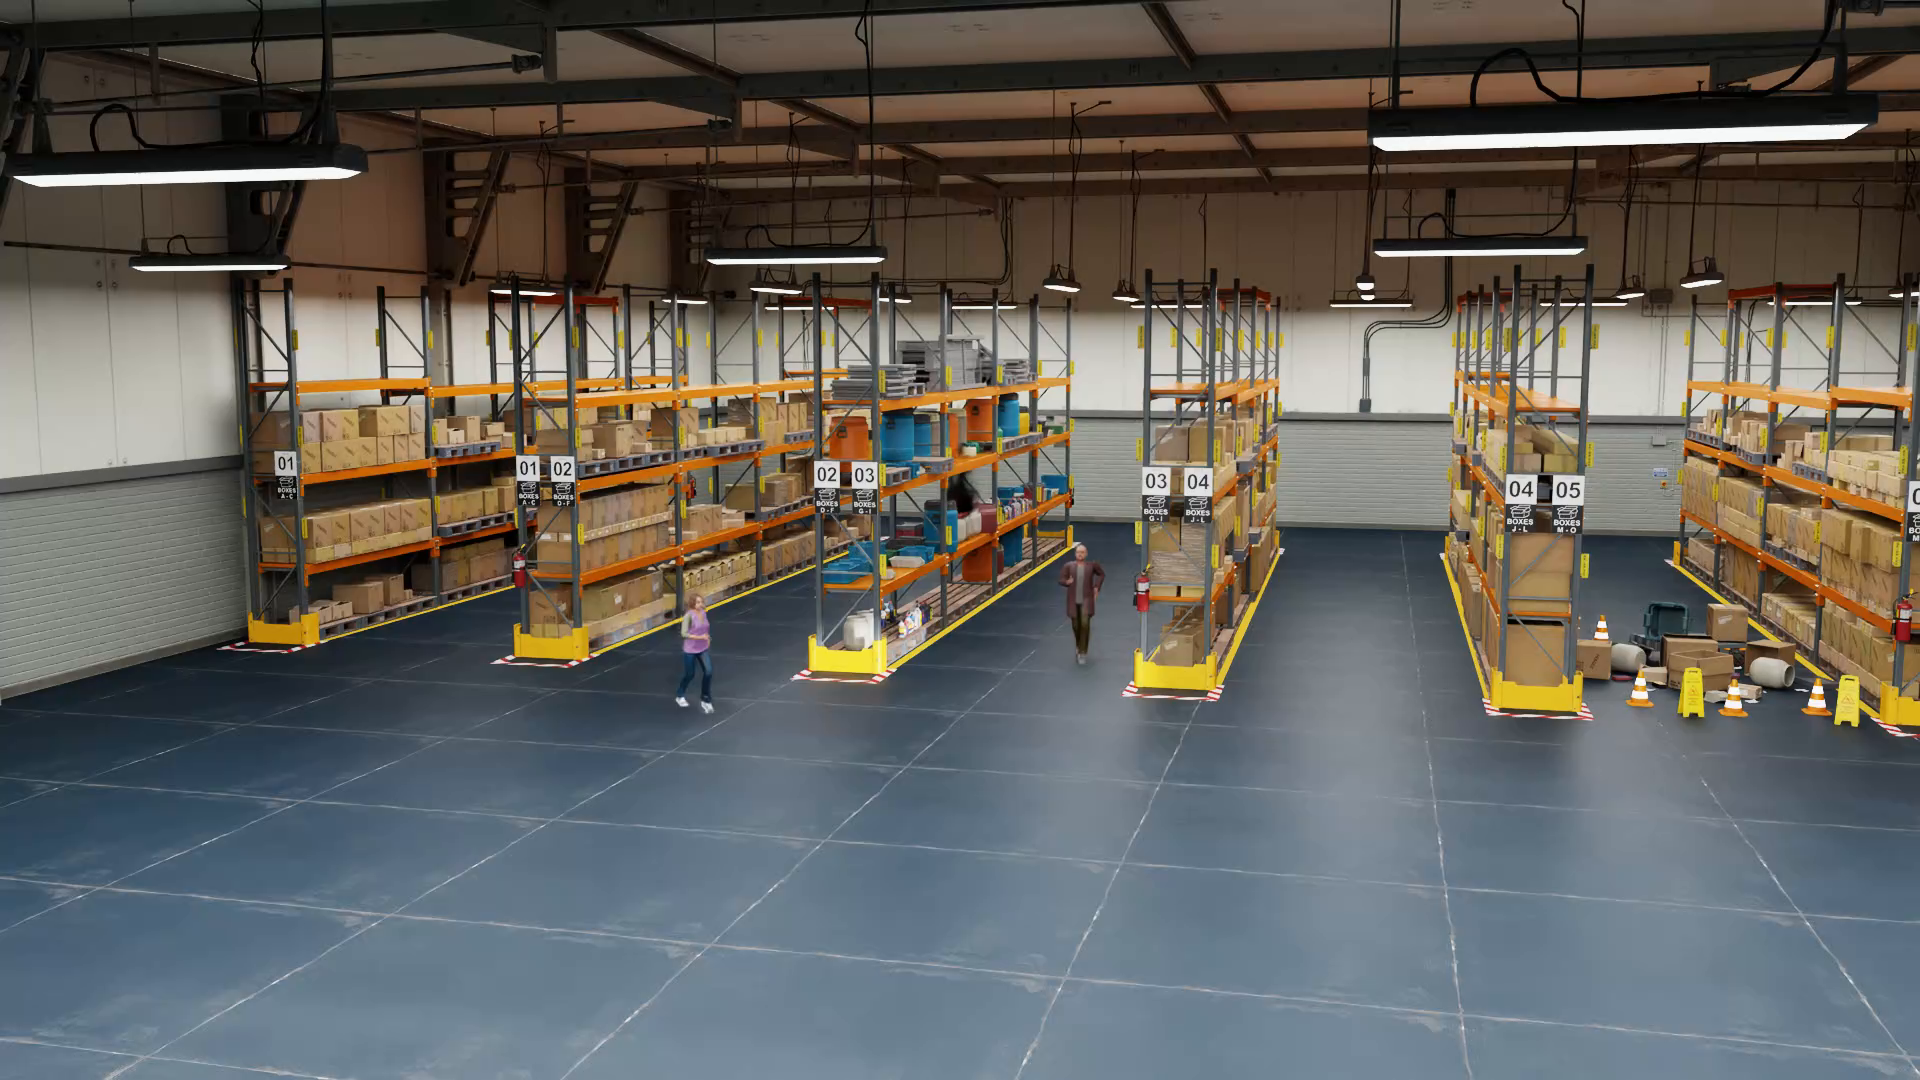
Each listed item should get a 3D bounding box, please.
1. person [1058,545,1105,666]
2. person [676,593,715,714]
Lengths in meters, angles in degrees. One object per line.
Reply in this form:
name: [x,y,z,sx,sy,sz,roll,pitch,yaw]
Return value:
person: [1.884,0.984,26.017,0.690,1.819,0.910,2,7,14]
person: [-3.565,1.535,22.435,0.709,1.658,0.552,6,9,42]
